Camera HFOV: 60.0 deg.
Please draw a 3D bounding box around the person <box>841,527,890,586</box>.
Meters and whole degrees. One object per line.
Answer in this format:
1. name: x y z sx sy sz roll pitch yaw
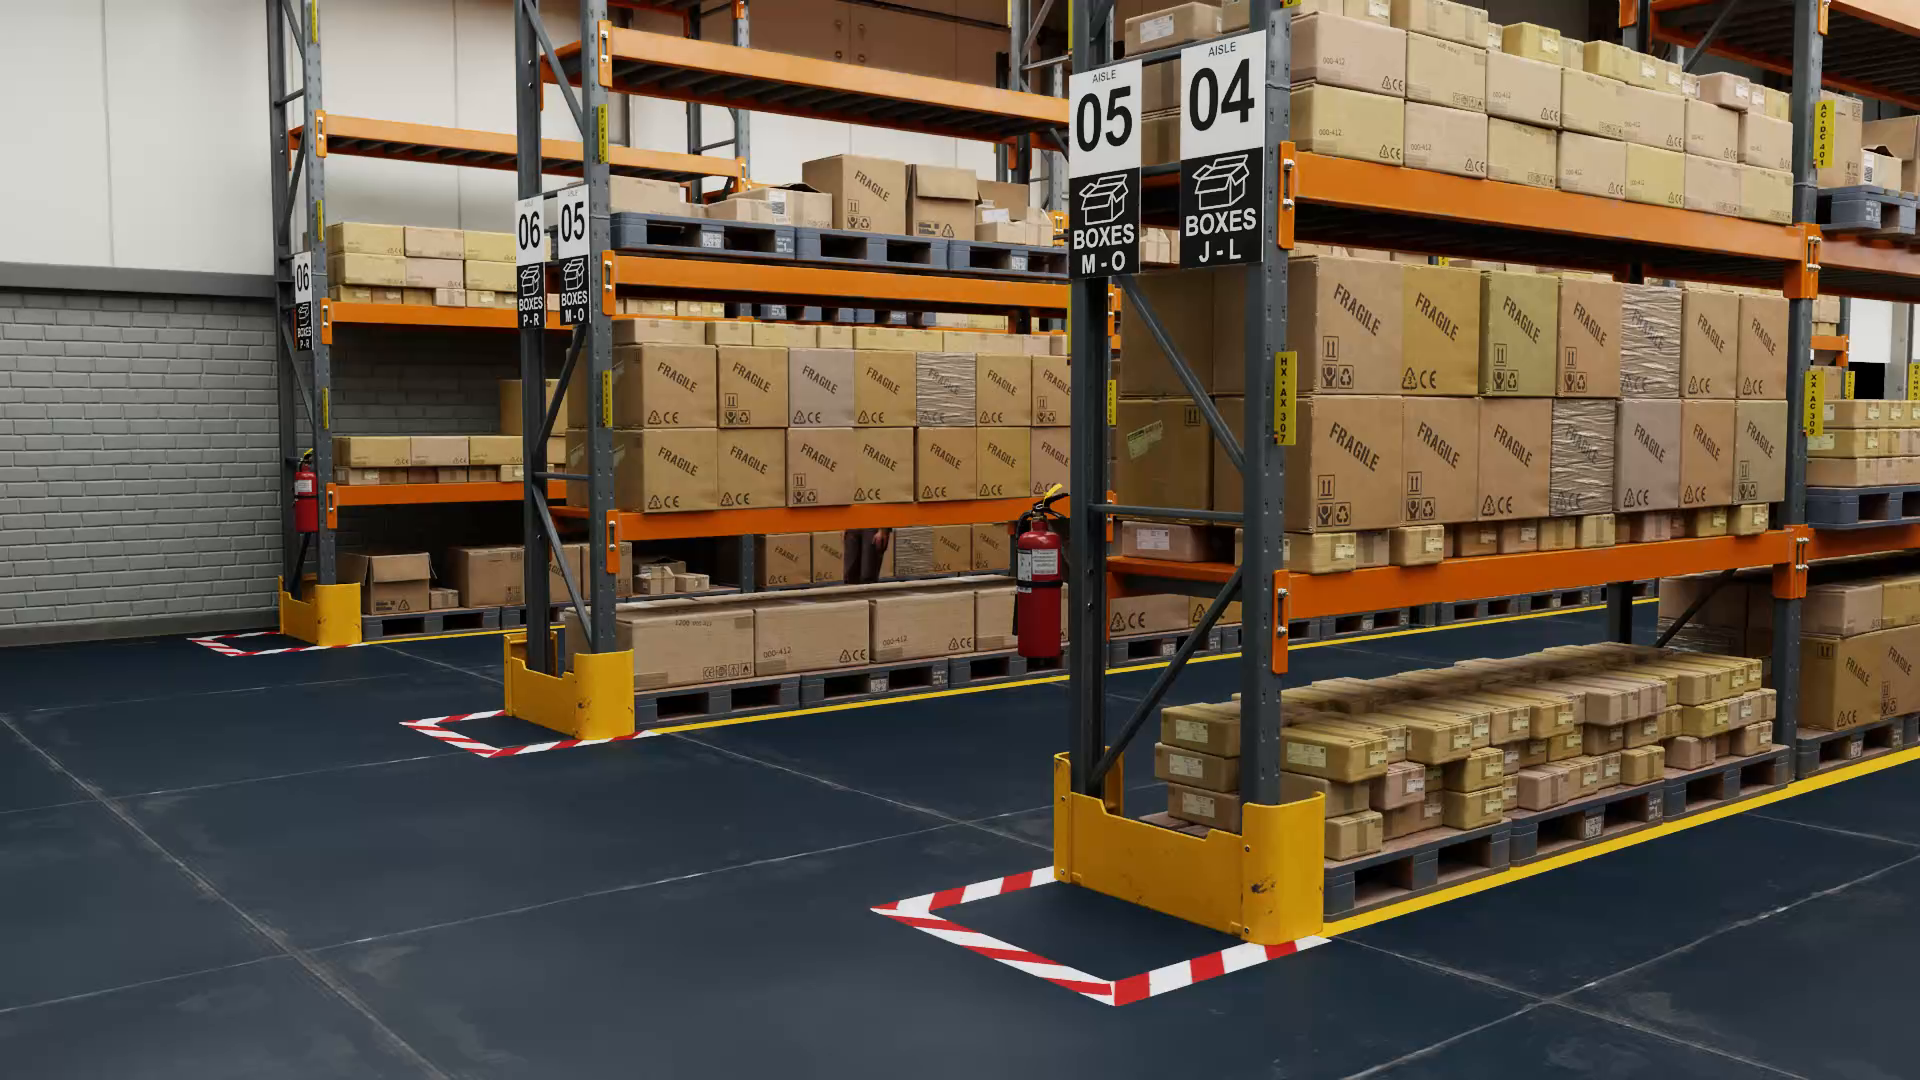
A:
1. person: -0.826 -0.060 14.456 0.376 1.719 0.578 -4 6 -41
